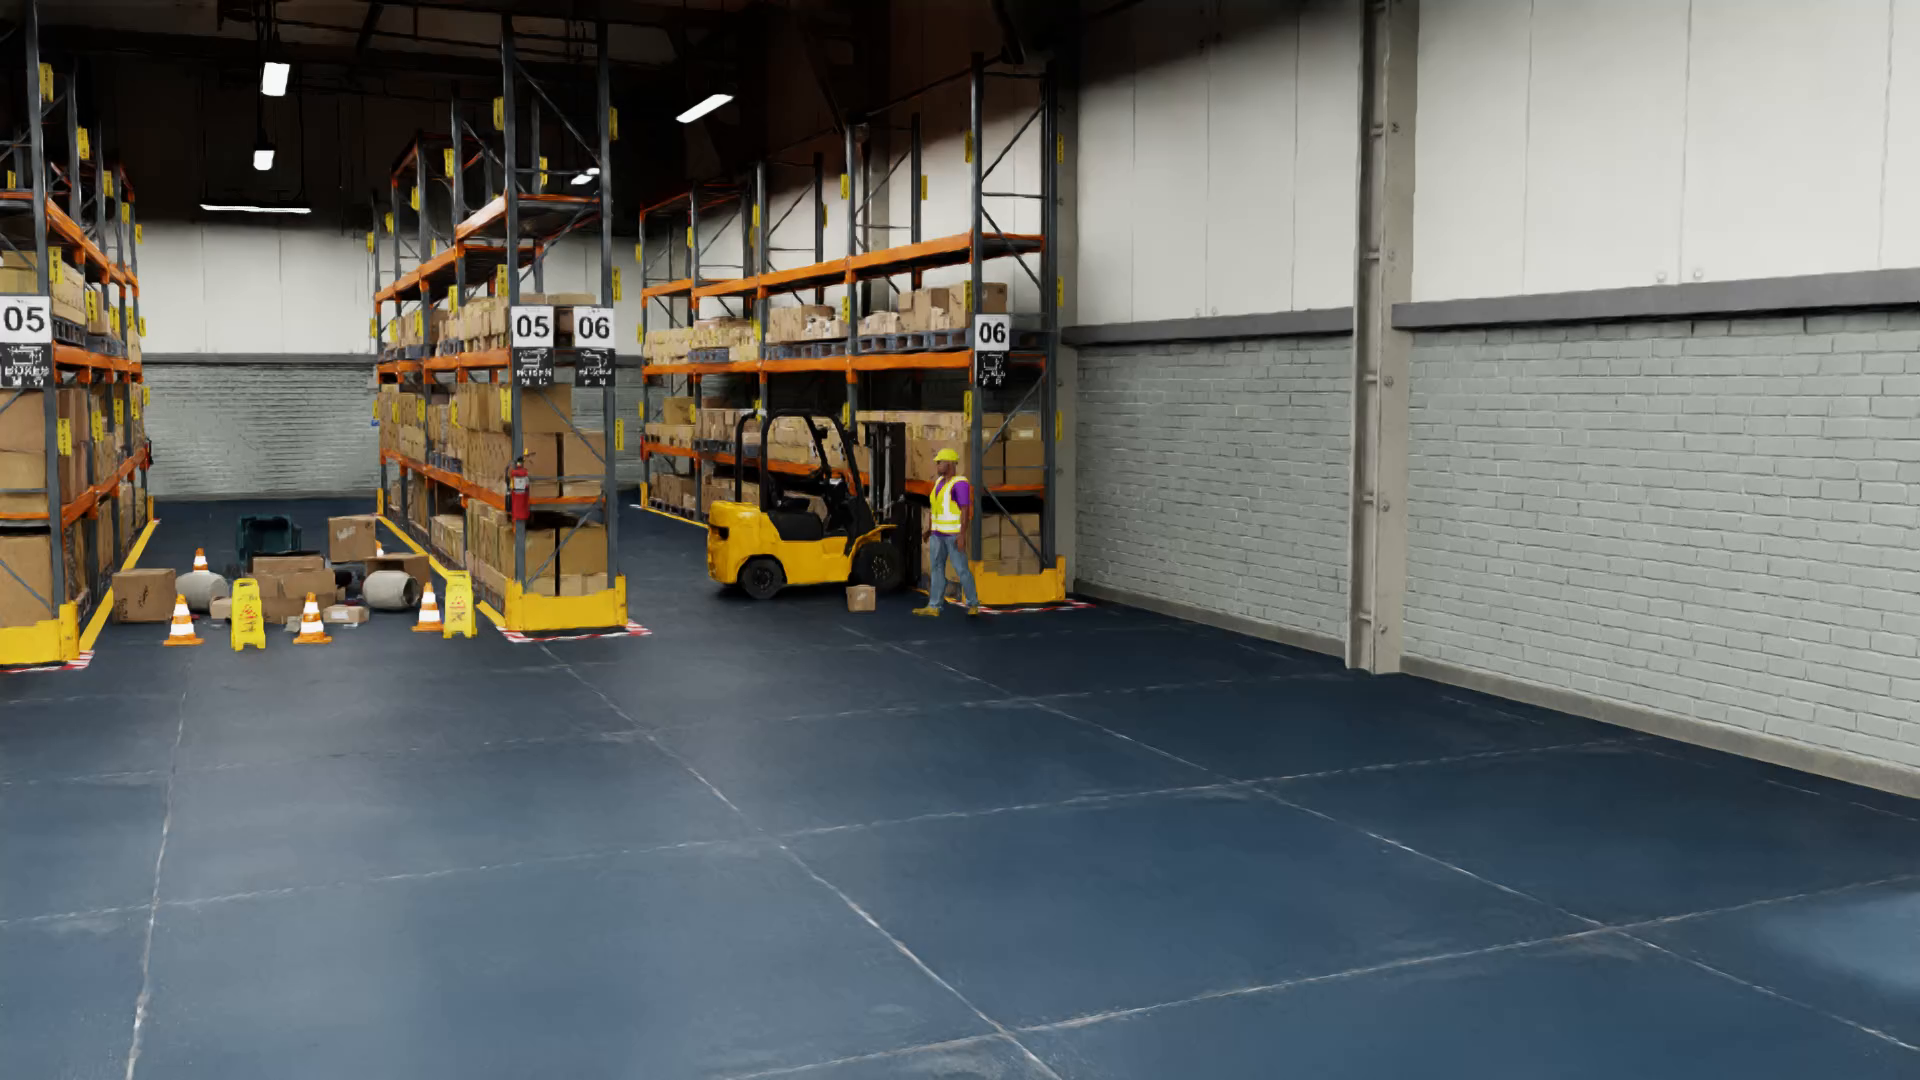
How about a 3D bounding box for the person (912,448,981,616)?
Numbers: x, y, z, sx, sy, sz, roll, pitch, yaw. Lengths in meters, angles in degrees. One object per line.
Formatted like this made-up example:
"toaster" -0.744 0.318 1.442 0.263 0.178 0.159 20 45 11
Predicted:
"person" -0.104 -0.069 17.359 0.635 1.768 0.559 -4 7 -37
